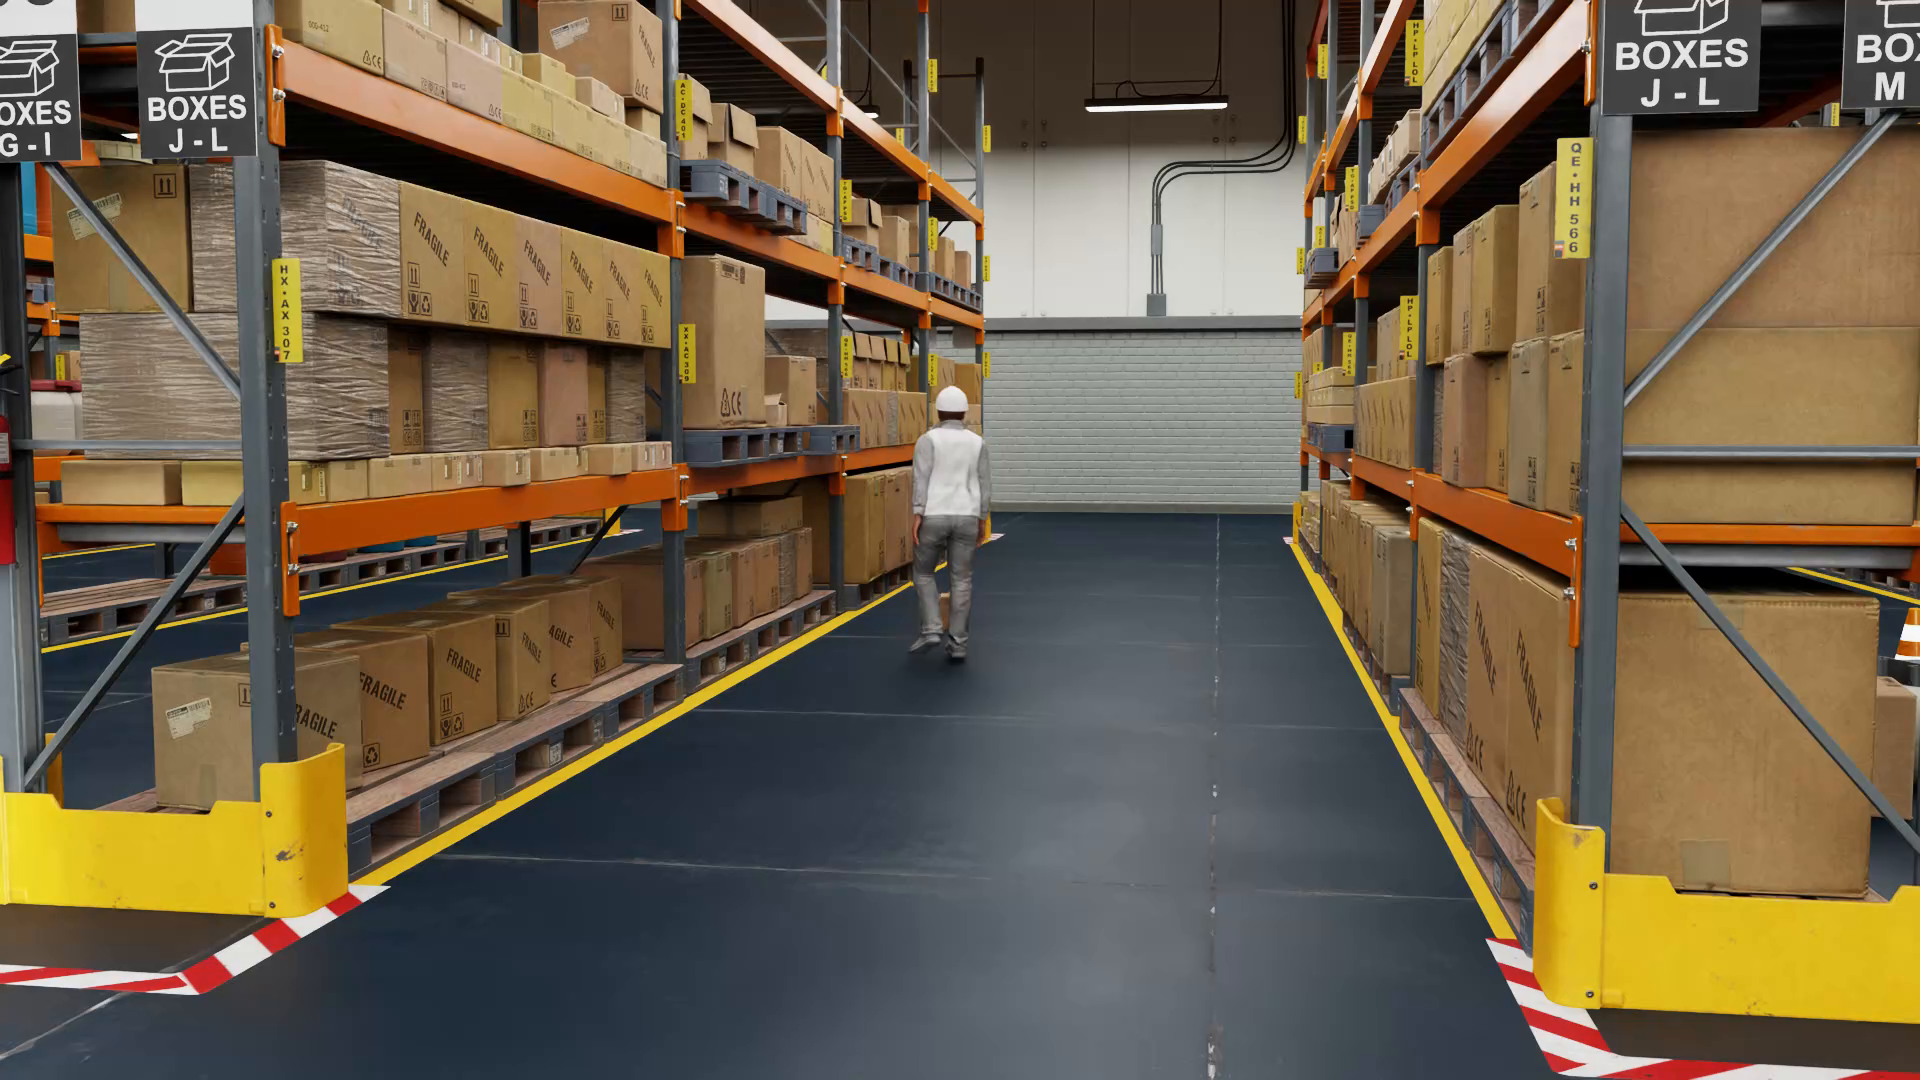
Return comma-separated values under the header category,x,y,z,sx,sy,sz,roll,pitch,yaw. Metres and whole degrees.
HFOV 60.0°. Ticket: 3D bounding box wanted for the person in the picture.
category,x,y,z,sx,sy,sz,roll,pitch,yaw
person,-0.055,-0.114,10.877,0.563,1.781,0.549,-1,5,-13
